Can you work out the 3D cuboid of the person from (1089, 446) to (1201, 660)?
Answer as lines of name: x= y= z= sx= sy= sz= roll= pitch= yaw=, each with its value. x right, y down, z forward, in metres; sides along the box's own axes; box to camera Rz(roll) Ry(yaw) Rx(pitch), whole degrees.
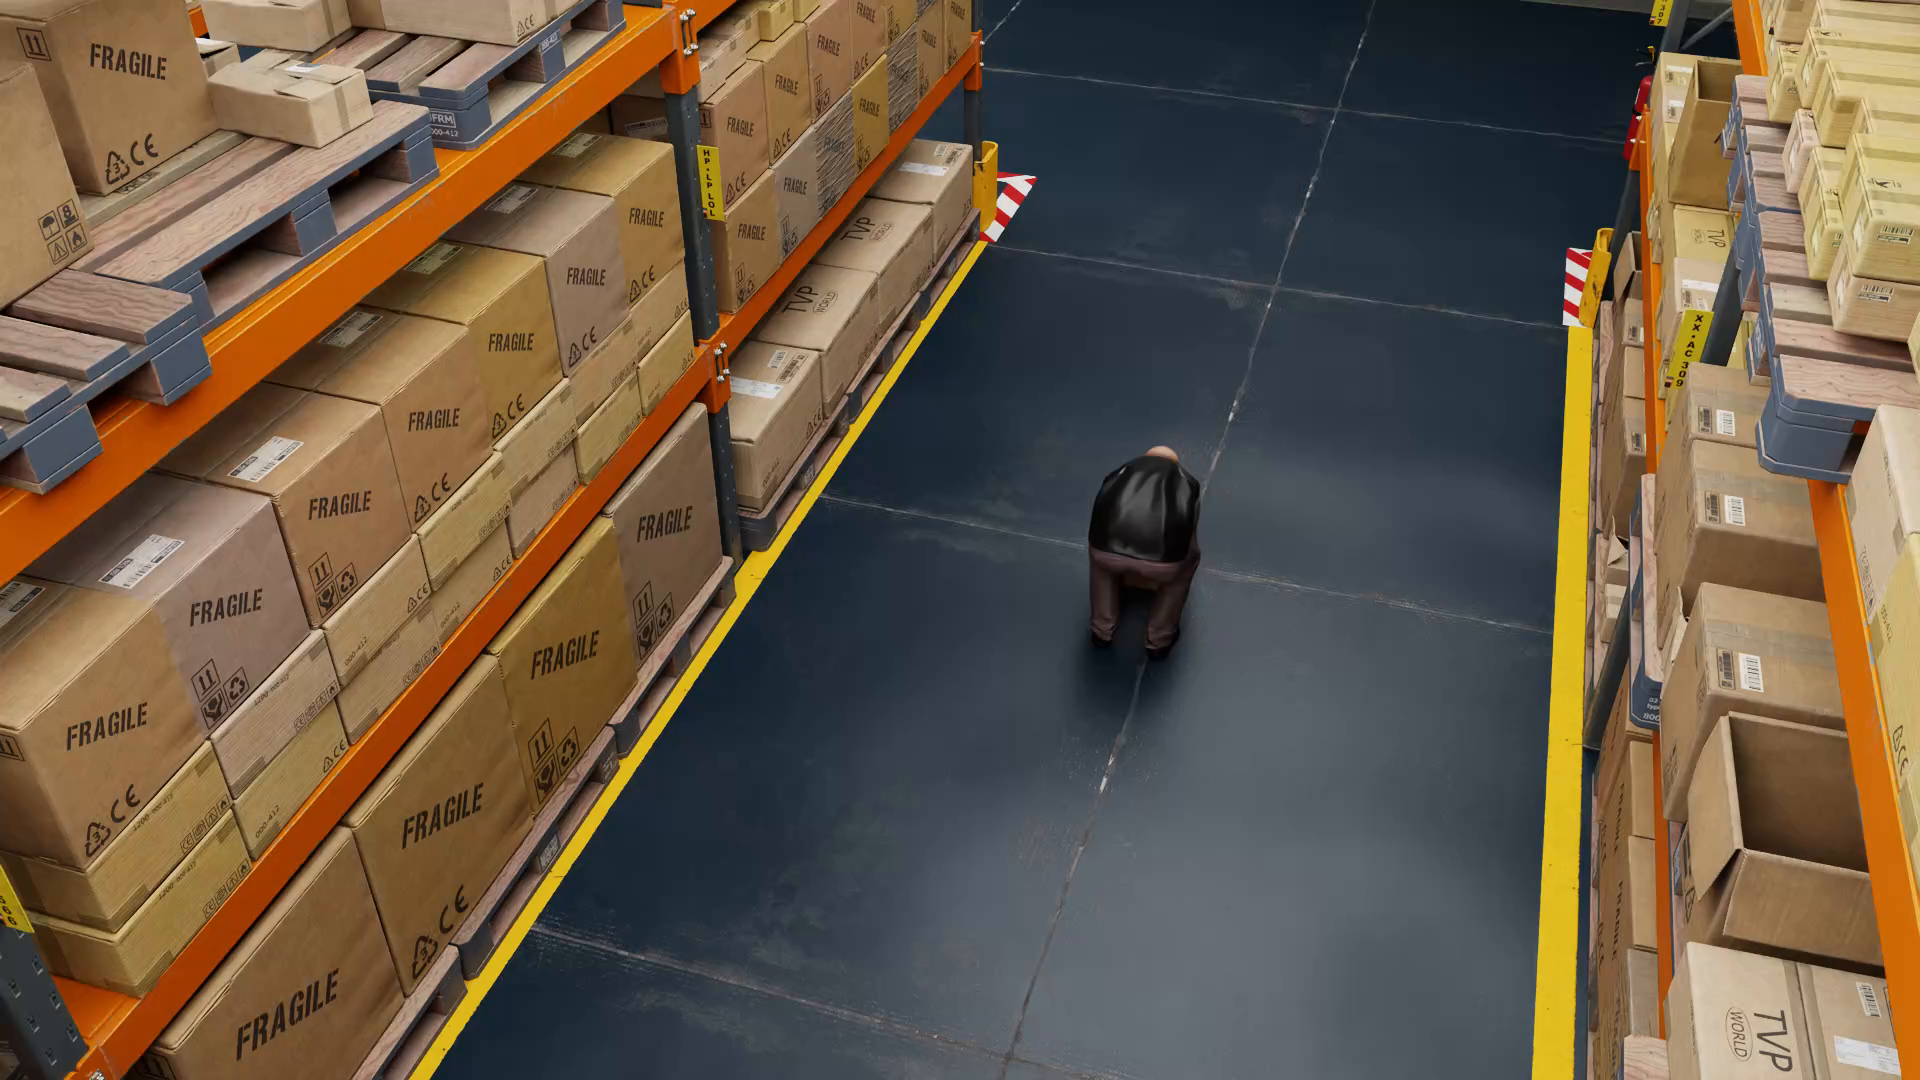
person: x=0.849 y=0.019 z=7.634 sx=0.519 sy=0.849 sz=0.931 roll=9 pitch=38 yaw=12
